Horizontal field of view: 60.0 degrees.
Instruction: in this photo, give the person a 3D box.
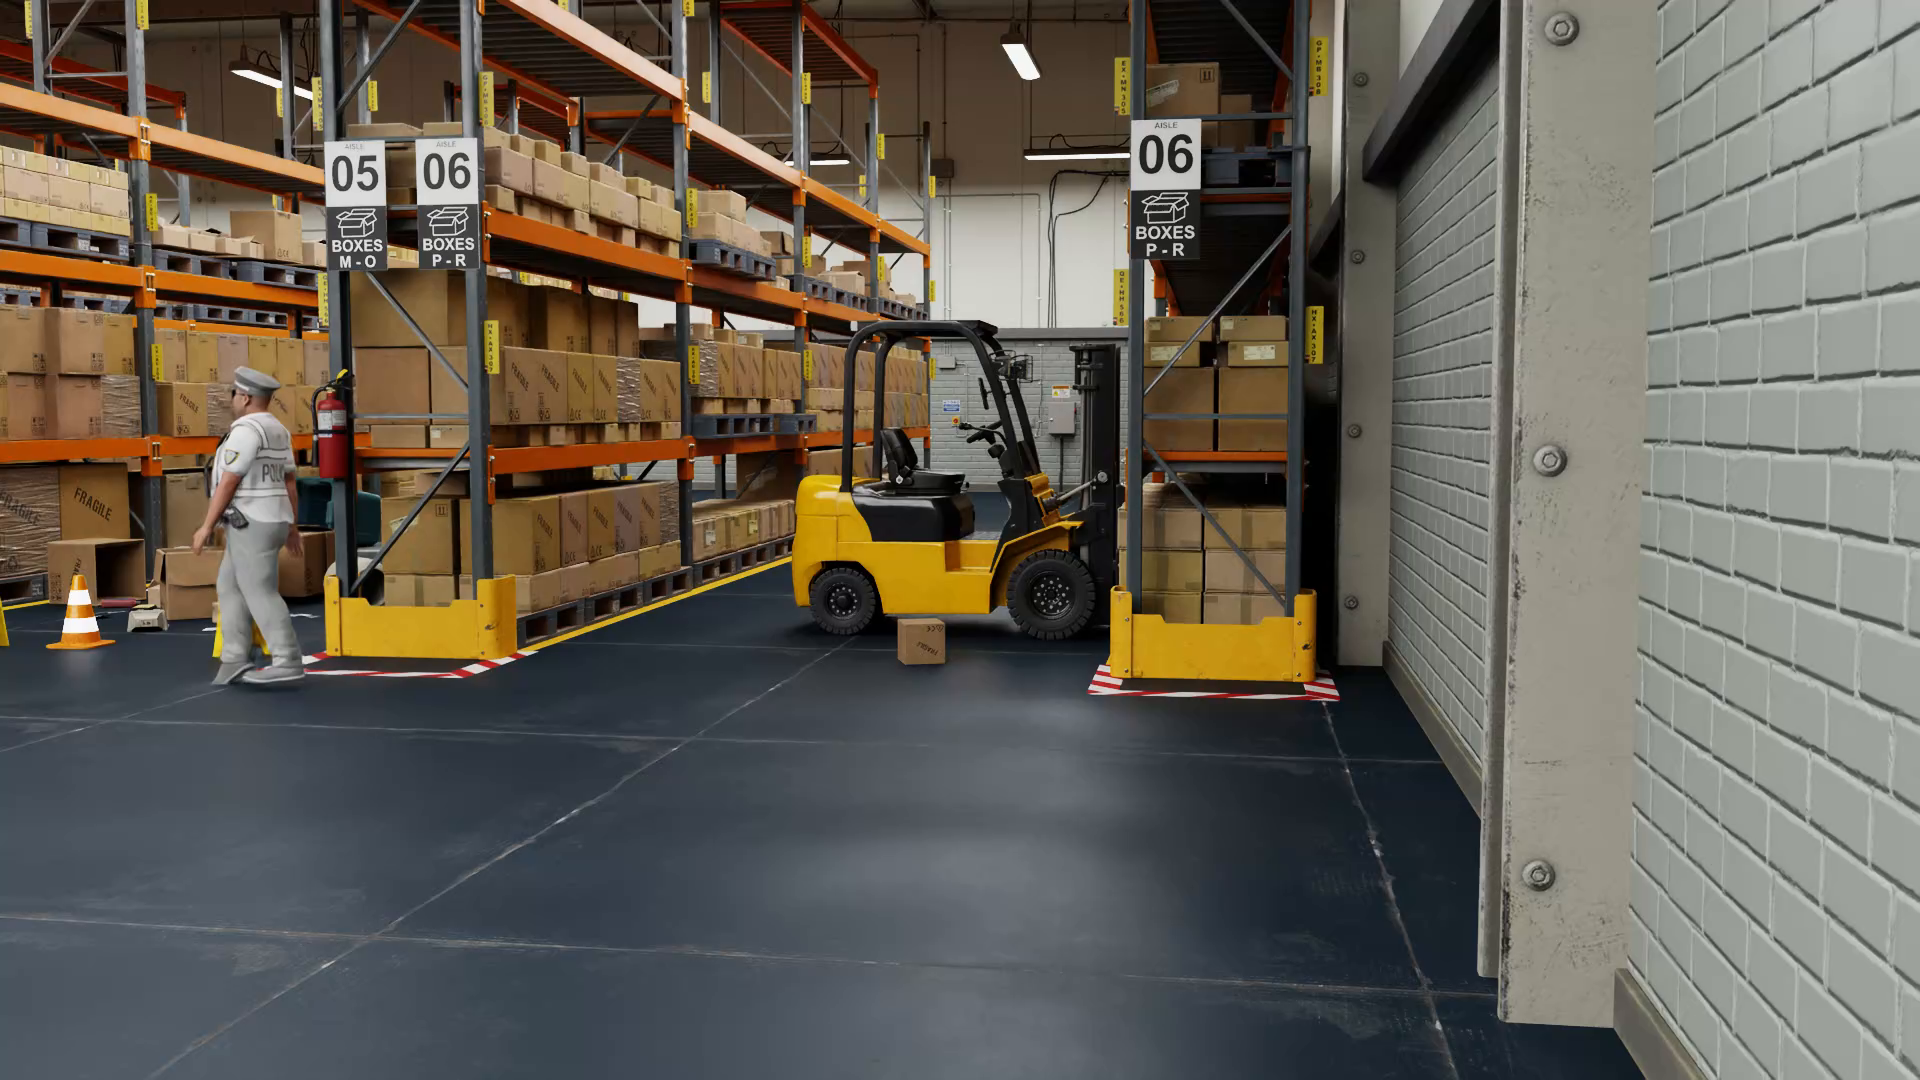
[{"bbox_3d":[-3.963,-0.027,9.222,0.625,1.859,0.527,0,4,-3],"label":"person"}]
